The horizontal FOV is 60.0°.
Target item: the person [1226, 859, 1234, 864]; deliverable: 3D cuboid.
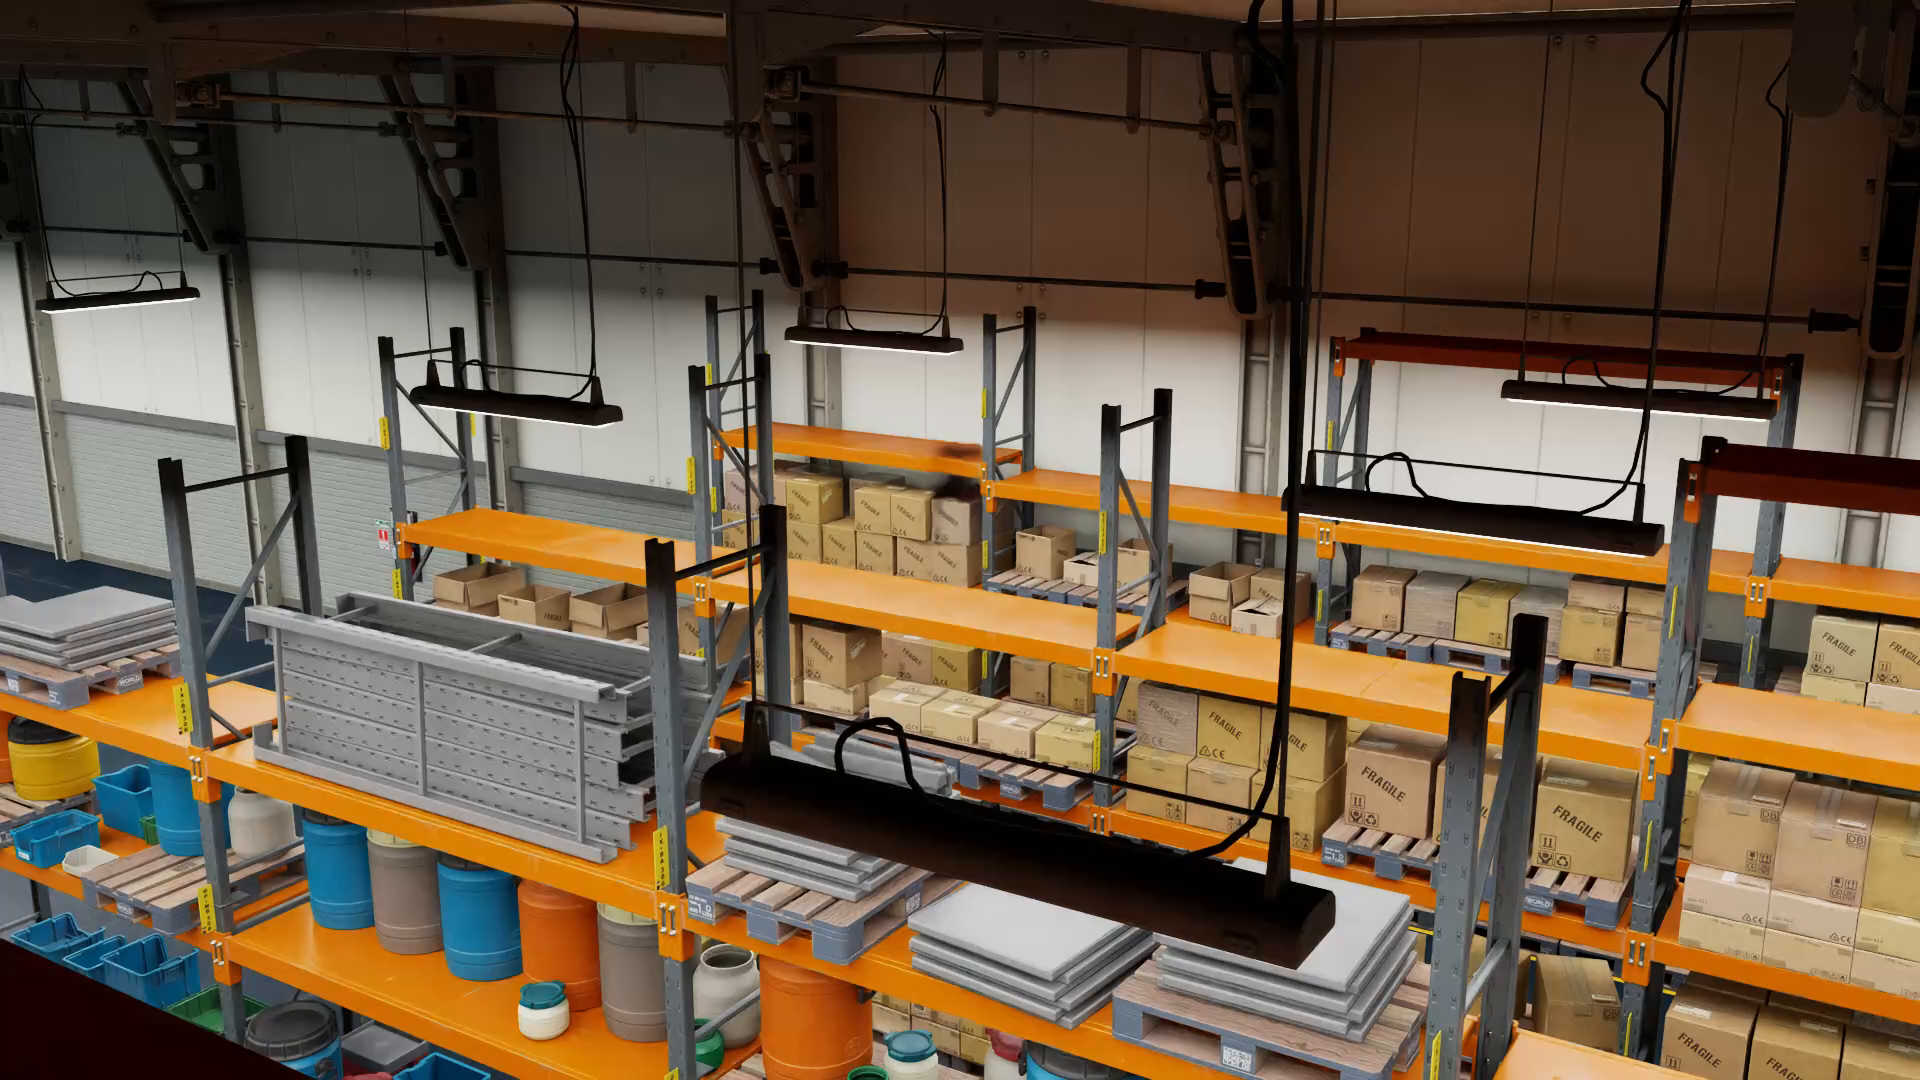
[{"bbox_3d":[2.852,3.313,16.076,0.640,1.786,0.399,10,17,35],"label":"person"}]
